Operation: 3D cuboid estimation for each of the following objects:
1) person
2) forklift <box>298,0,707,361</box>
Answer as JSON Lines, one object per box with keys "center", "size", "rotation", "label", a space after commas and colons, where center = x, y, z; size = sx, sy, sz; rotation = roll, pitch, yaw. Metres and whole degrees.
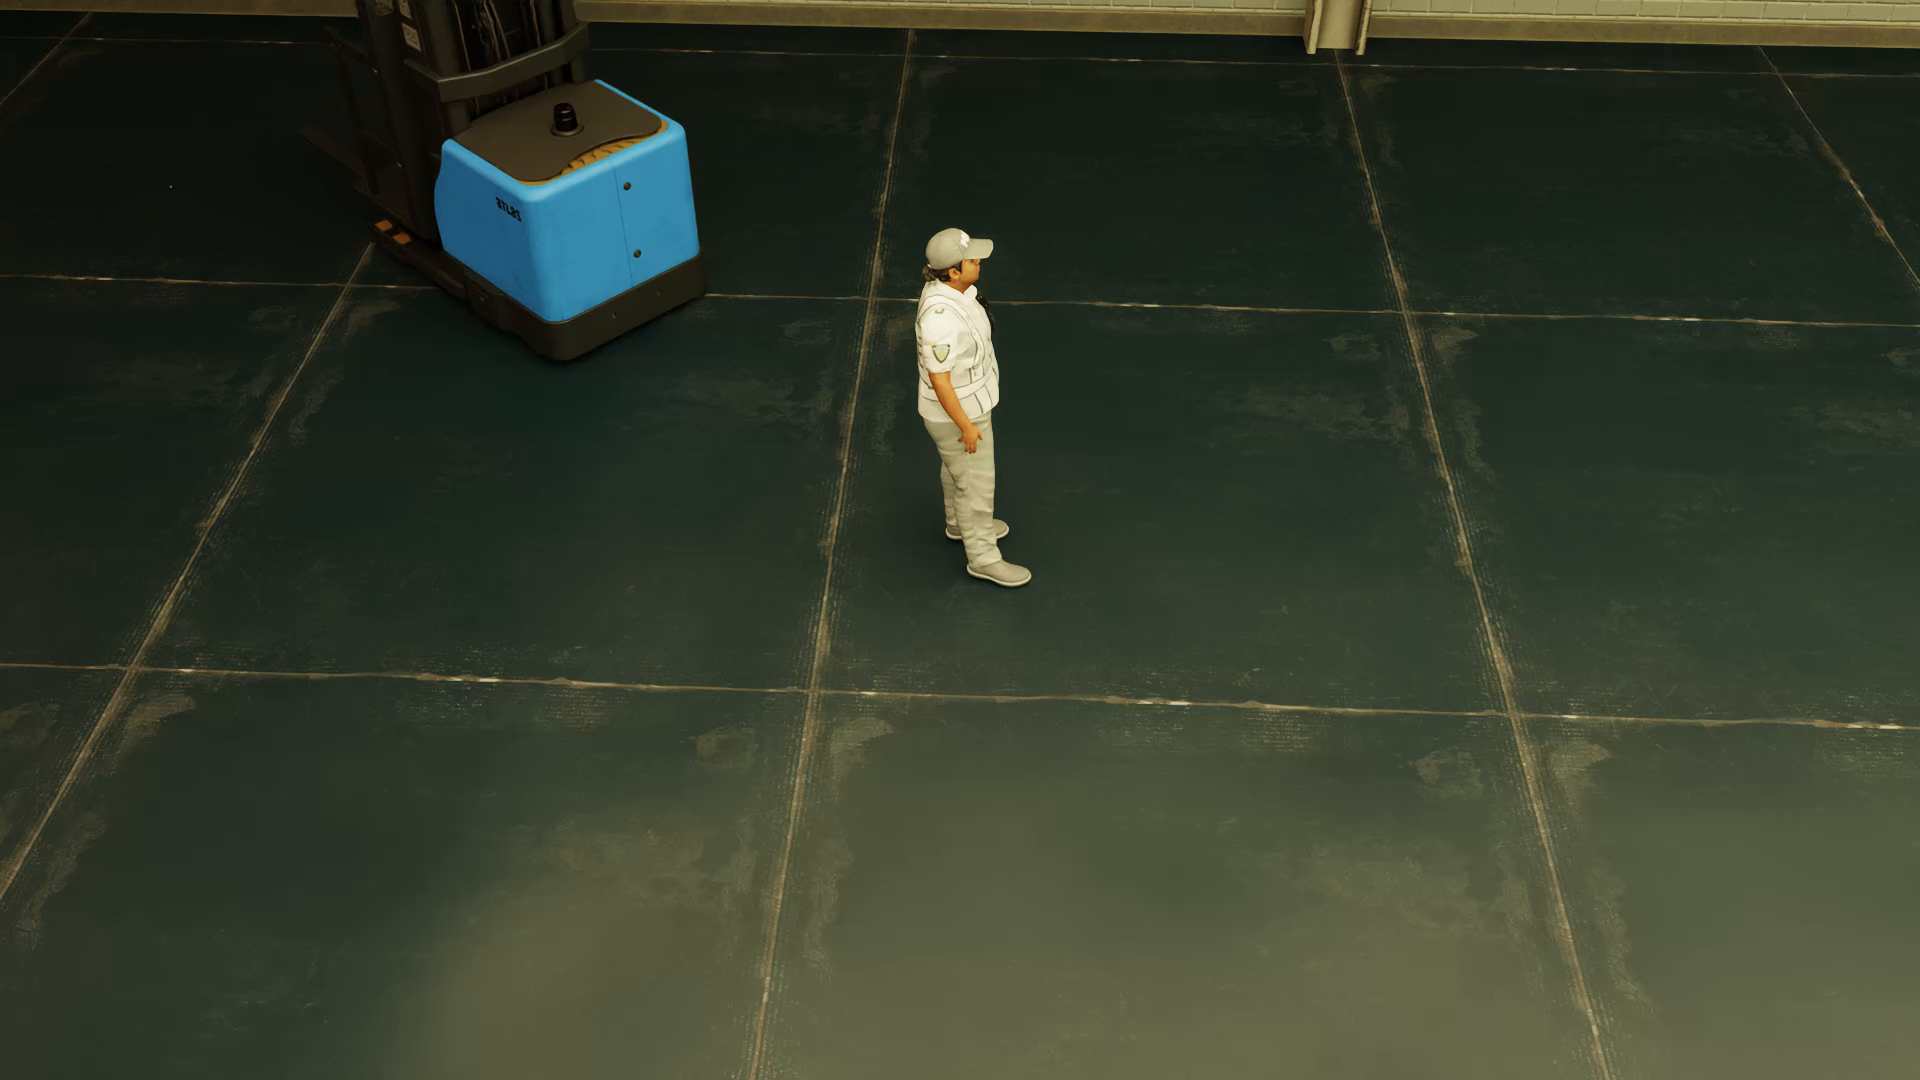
{"center": [0.075, -0.603, 7.330], "size": [0.529, 1.670, 0.598], "rotation": [2, 42, 2], "label": "person"}
{"center": [-2.827, -2.924, 8.945], "size": [3.031, 2.935, 1.130], "rotation": [34, 52, 31], "label": "forklift"}
